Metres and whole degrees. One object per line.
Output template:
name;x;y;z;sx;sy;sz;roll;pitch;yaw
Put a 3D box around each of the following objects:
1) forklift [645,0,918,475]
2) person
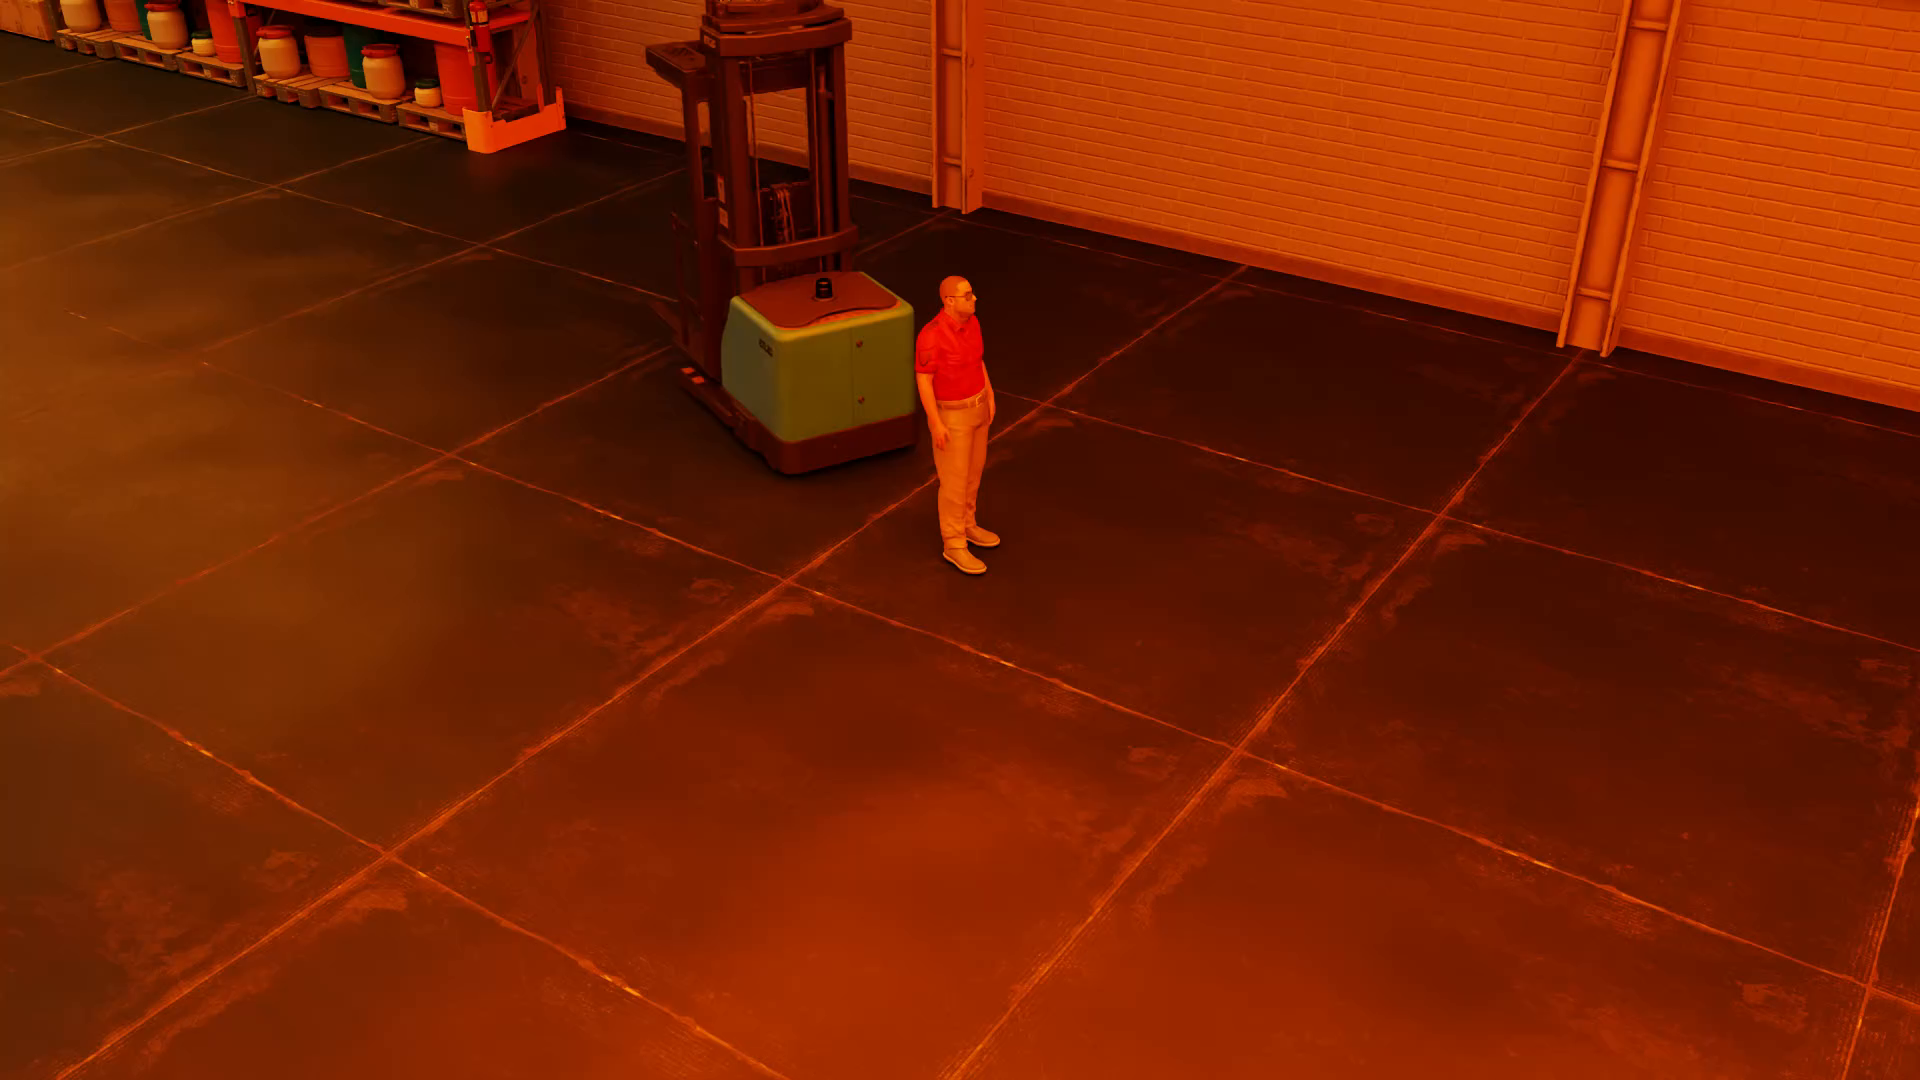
forklift;-1.461;-2.412;11.735;1.130;2.935;3.031;-16;34;-26
person;0.068;-0.724;10.011;0.550;1.727;0.641;19;35;29
